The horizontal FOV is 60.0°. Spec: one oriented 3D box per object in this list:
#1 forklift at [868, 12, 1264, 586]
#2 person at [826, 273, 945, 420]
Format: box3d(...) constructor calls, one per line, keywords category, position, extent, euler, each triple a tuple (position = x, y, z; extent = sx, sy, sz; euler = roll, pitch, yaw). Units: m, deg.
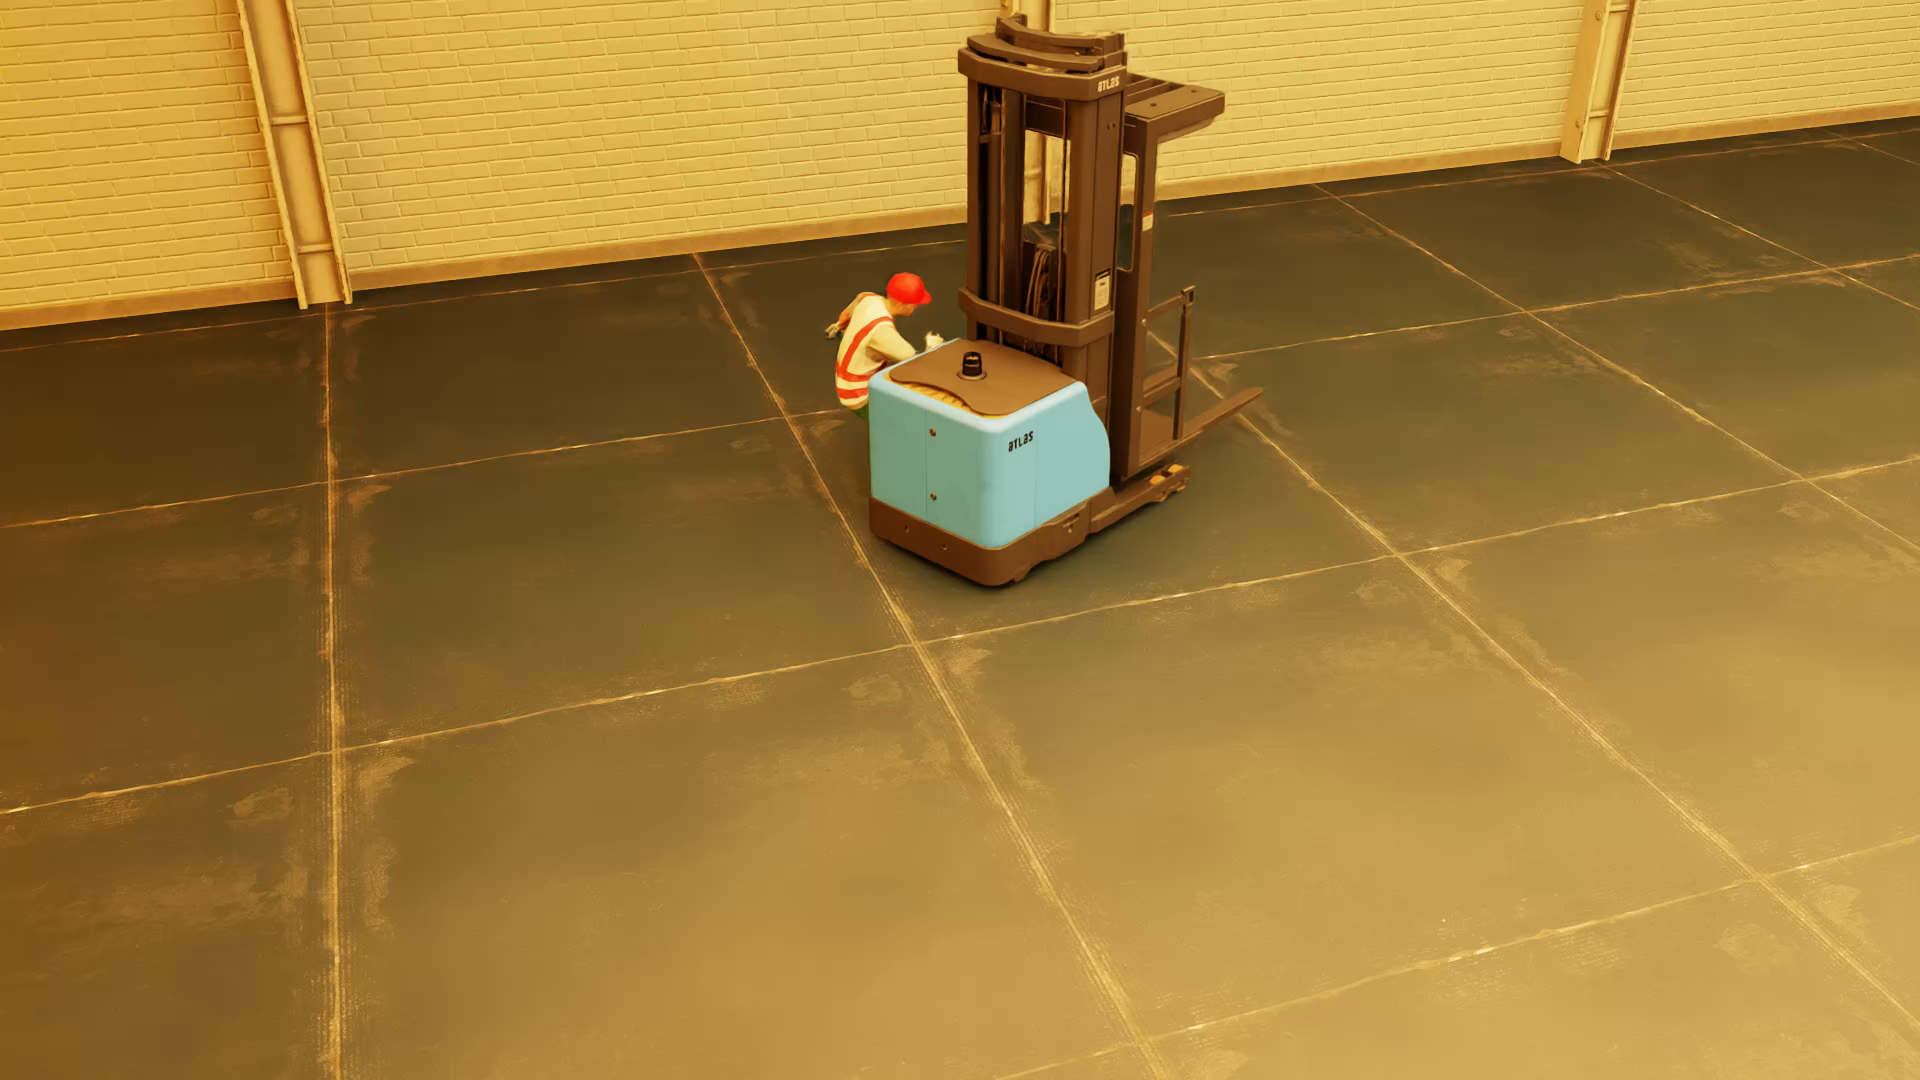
box3d(category="forklift", position=(0.818, -1.661, 9.975), extent=(1.130, 2.935, 3.031), euler=(24, 38, 36))
box3d(category="person", position=(-0.332, -1.033, 10.421), extent=(0.968, 1.486, 1.084), euler=(-3, 30, -5))
